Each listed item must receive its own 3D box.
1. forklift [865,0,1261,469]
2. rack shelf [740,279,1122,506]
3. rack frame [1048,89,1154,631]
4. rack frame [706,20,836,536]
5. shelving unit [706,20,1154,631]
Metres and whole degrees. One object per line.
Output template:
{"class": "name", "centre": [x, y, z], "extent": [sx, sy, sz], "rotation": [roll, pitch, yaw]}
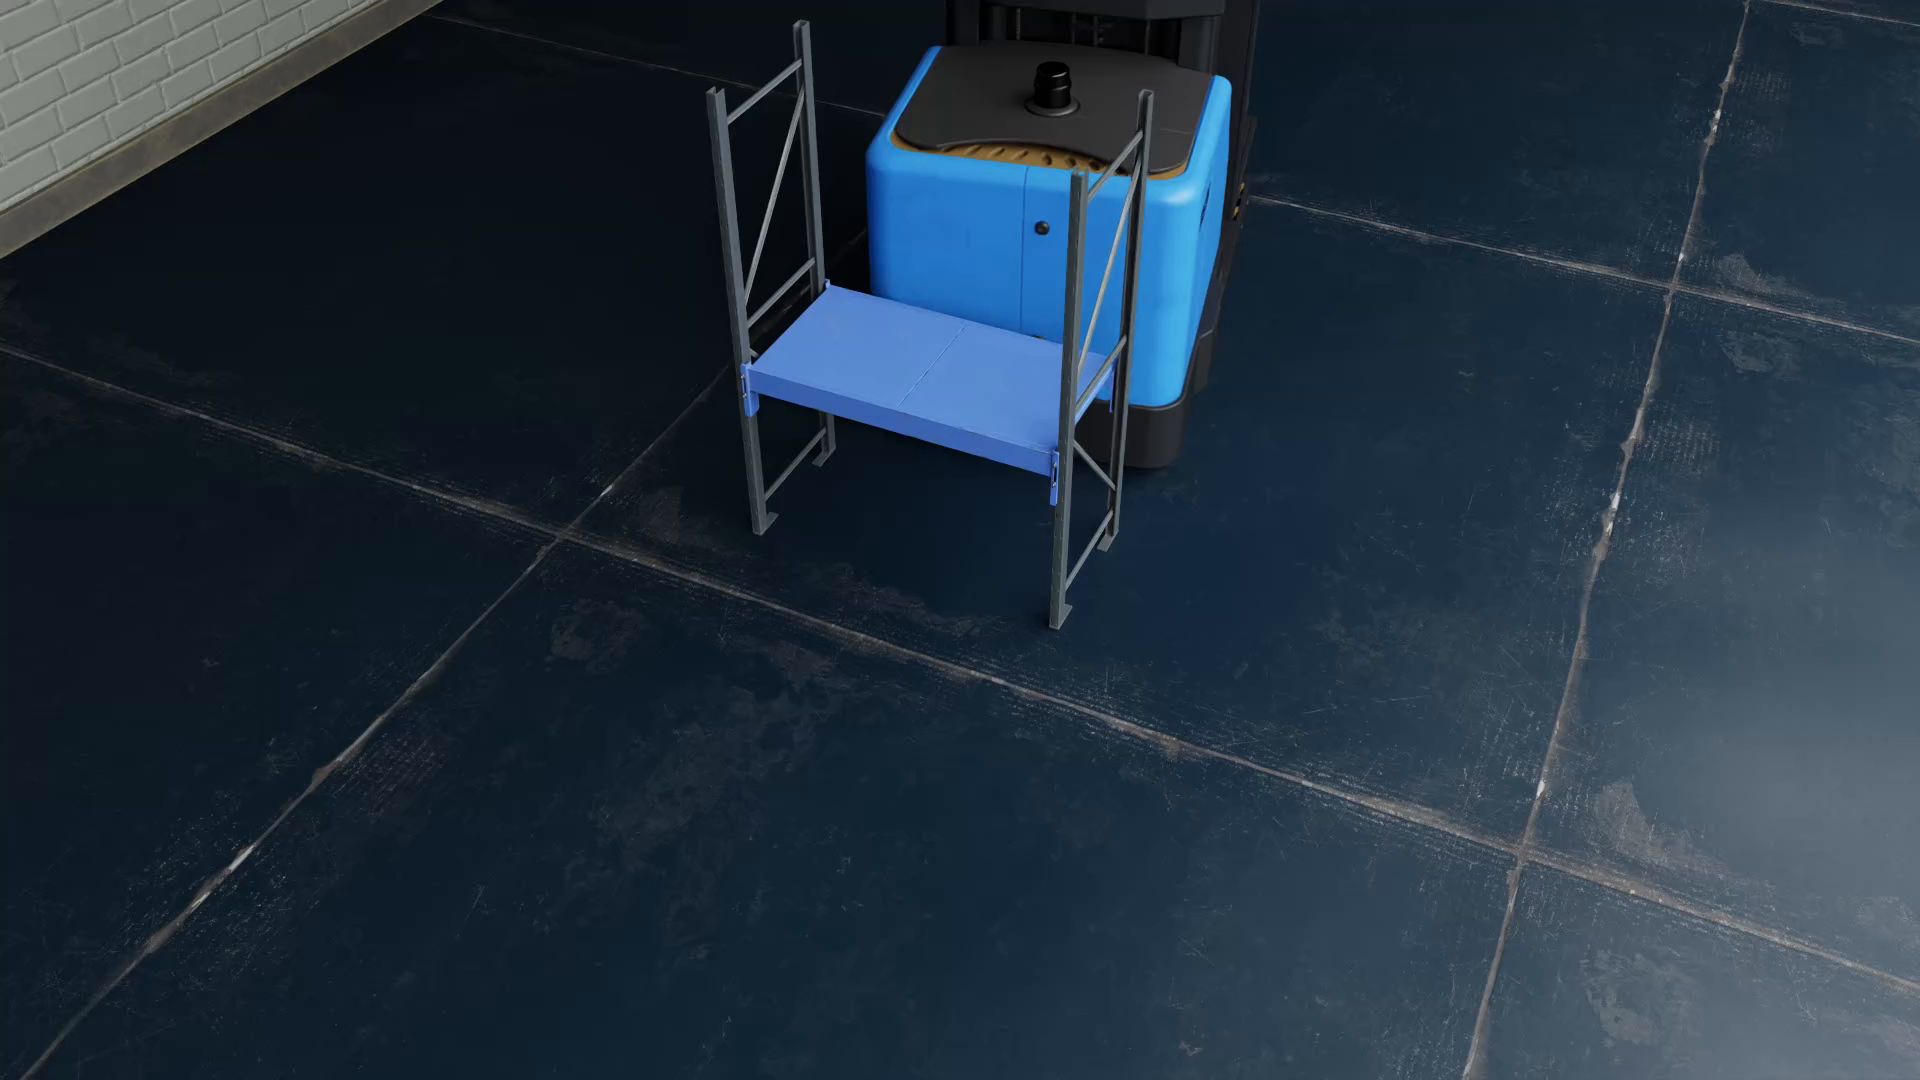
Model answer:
{"class": "forklift", "centre": [0.549, -2.315, 5.683], "extent": [1.130, 2.935, 3.031], "rotation": [9, 42, 10]}
{"class": "rack shelf", "centre": [-0.077, -0.454, 4.904], "extent": [1.000, 0.185, 0.538], "rotation": [17, 44, 19]}
{"class": "rack frame", "centre": [0.383, -0.450, 4.624], "extent": [0.032, 1.500, 0.500], "rotation": [17, 44, 19]}
{"class": "rack frame", "centre": [-0.538, -0.731, 4.948], "extent": [0.032, 1.500, 0.500], "rotation": [17, 44, 19]}
{"class": "shelving unit", "centre": [-0.077, -0.590, 4.786], "extent": [1.048, 1.500, 0.538], "rotation": [17, 44, 19]}
